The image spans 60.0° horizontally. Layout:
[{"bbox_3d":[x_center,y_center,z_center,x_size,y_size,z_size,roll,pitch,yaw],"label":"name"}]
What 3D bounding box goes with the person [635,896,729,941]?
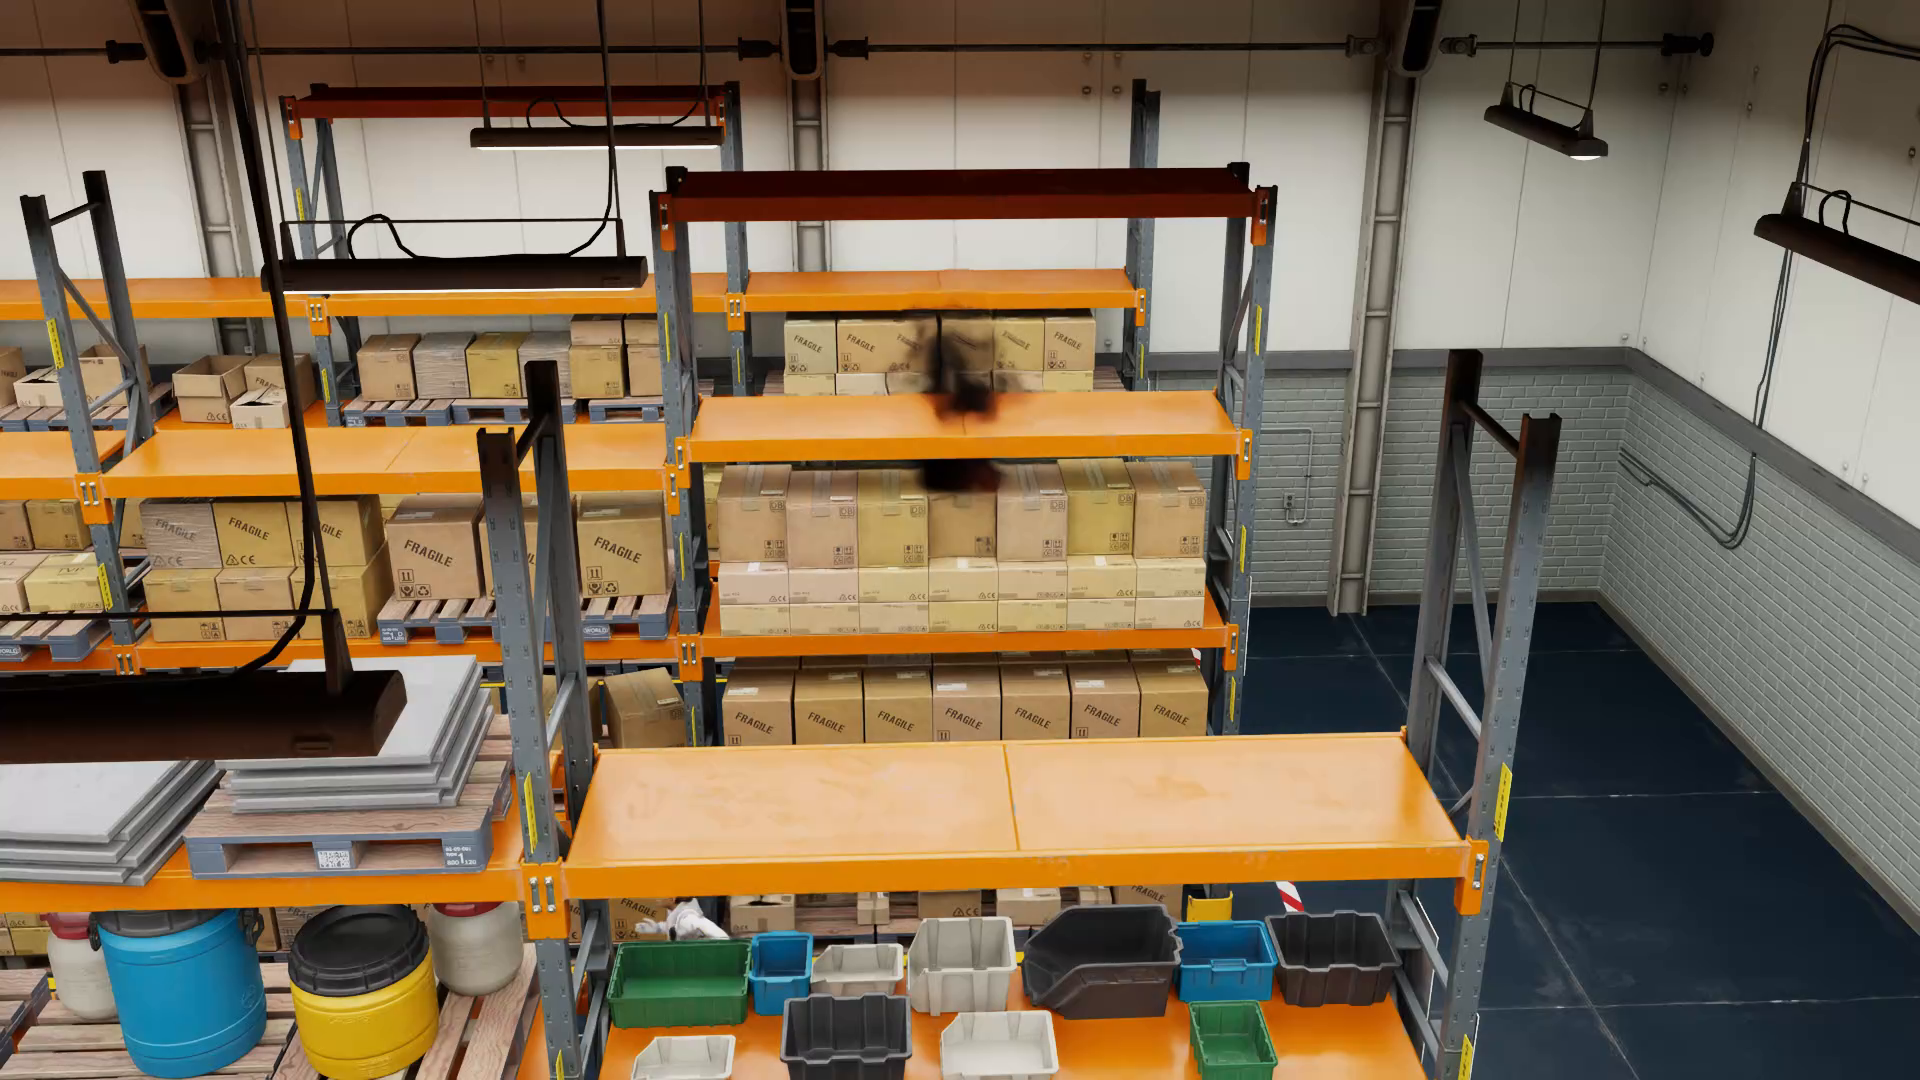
[{"bbox_3d":[-1.723,2.913,11.077,0.833,1.669,0.597,-1,22,-3],"label":"person"}]
